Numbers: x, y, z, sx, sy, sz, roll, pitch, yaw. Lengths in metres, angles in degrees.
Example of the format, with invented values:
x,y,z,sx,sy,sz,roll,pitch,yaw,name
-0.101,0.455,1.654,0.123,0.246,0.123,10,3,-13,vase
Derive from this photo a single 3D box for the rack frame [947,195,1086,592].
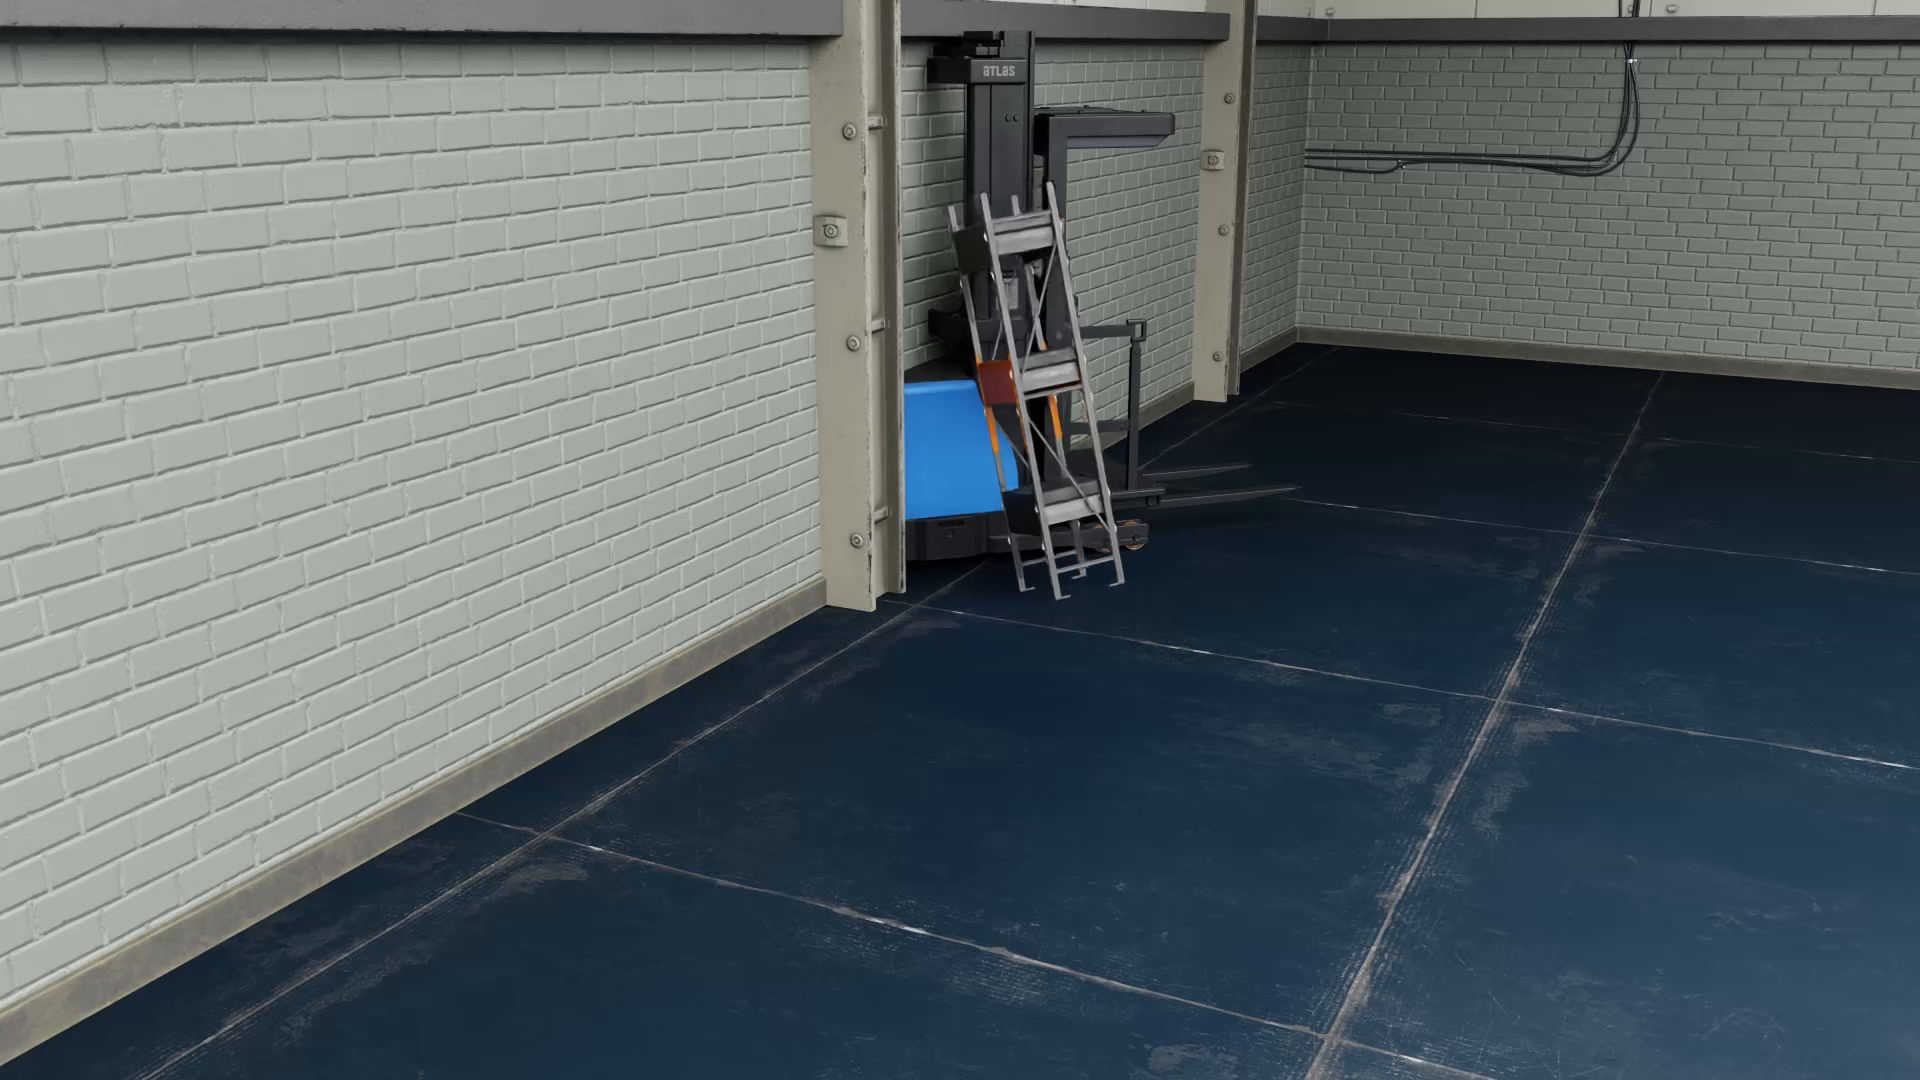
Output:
x,y,z,sx,sy,sz,roll,pitch,yaw,name
0.314,-0.782,8.975,0.400,2.100,0.015,-13,8,-19,rack frame

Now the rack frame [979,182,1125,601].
x,y,z,sx,sy,sz,roll,pitch,yaw,name
0.480,-0.754,8.517,0.400,2.100,0.015,-13,8,-19,rack frame

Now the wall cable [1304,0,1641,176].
x,y,z,sx,sy,sz,roll,pitch,yaw,name
4.663,-4.627,15.253,3.097,2.526,0.112,8,18,25,wall cable

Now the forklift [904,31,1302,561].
x,y,z,sx,sy,sz,roll,pitch,yaw,name
0.591,-1.465,9.807,3.031,2.935,1.130,-6,17,-19,forklift

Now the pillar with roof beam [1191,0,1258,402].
x,y,z,sx,sy,sz,roll,pitch,yaw,name
6.015,-4.986,11.007,9.100,9.000,0.400,8,18,25,pillar with roof beam

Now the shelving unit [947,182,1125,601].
x,y,z,sx,sy,sz,roll,pitch,yaw,name
0.397,-0.768,8.746,0.431,2.100,0.503,-13,8,-19,shelving unit

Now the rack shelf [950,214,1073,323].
x,y,z,sx,sy,sz,roll,pitch,yaw,name
0.268,-1.436,8.659,0.431,0.518,0.480,-13,8,-19,rack shelf

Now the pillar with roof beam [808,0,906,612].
x,y,z,sx,sy,sz,roll,pitch,yaw,name
3.334,-3.458,5.861,9.100,9.000,0.400,8,18,25,pillar with roof beam

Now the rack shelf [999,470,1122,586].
x,y,z,sx,sy,sz,roll,pitch,yaw,name
0.530,-0.073,8.837,0.431,0.518,0.480,-13,8,-19,rack shelf

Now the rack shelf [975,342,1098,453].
x,y,z,sx,sy,sz,roll,pitch,yaw,name
0.399,-0.755,8.748,0.431,0.518,0.480,-13,8,-19,rack shelf
